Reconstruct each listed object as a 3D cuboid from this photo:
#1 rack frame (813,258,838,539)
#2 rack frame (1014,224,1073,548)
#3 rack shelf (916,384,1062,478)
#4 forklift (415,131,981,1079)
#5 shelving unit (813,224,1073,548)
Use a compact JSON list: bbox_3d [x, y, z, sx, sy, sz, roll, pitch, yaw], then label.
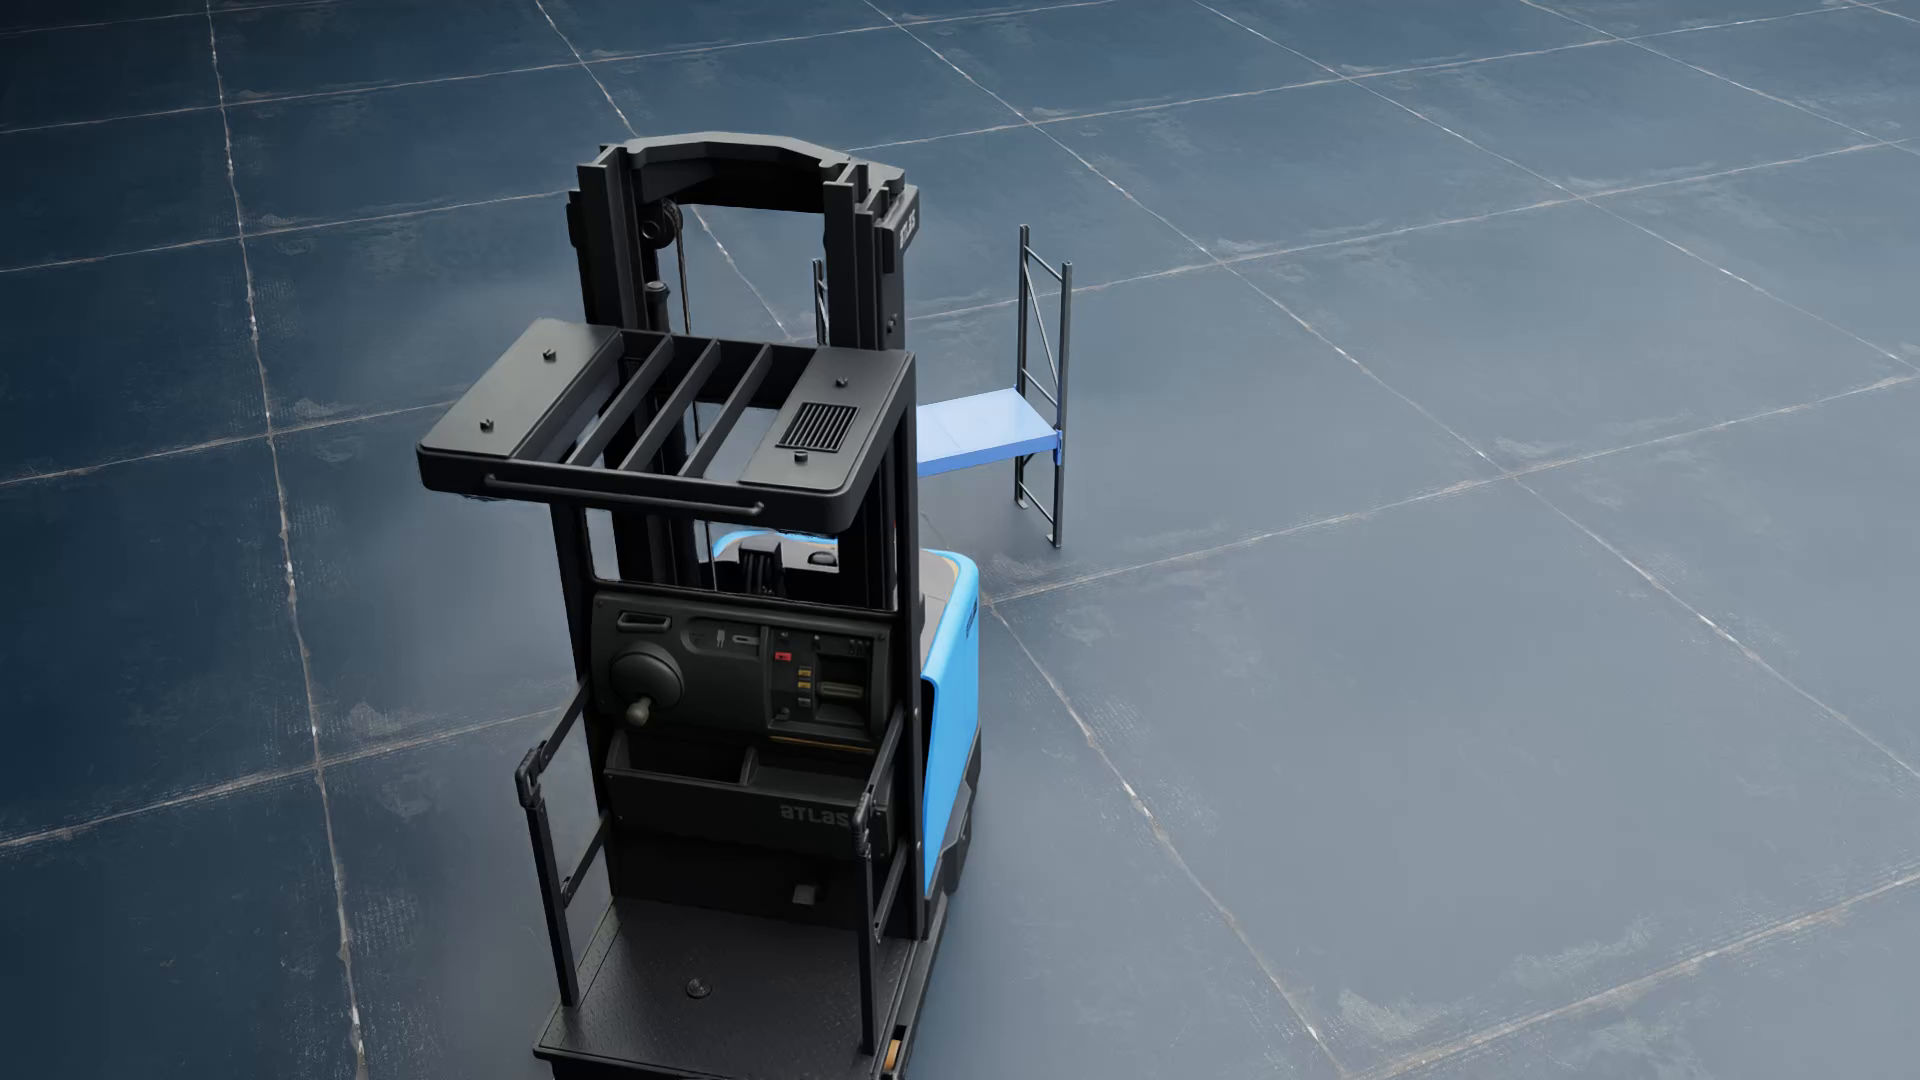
[{"bbox_3d":[-0.547,-0.503,7.648,0.032,1.500,0.500,-13,35,-19],"label":"rack frame"},{"bbox_3d":[0.390,-0.718,7.978,0.032,1.500,0.500,-13,35,-19],"label":"rack frame"},{"bbox_3d":[-0.079,-0.460,7.911,1.000,0.185,0.538,-13,35,-19],"label":"rack shelf"},{"bbox_3d":[-0.710,0.458,4.859,1.130,2.935,3.031,6,34,9],"label":"forklift"},{"bbox_3d":[-0.079,-0.611,7.813,1.048,1.500,0.538,-13,35,-19],"label":"shelving unit"}]
